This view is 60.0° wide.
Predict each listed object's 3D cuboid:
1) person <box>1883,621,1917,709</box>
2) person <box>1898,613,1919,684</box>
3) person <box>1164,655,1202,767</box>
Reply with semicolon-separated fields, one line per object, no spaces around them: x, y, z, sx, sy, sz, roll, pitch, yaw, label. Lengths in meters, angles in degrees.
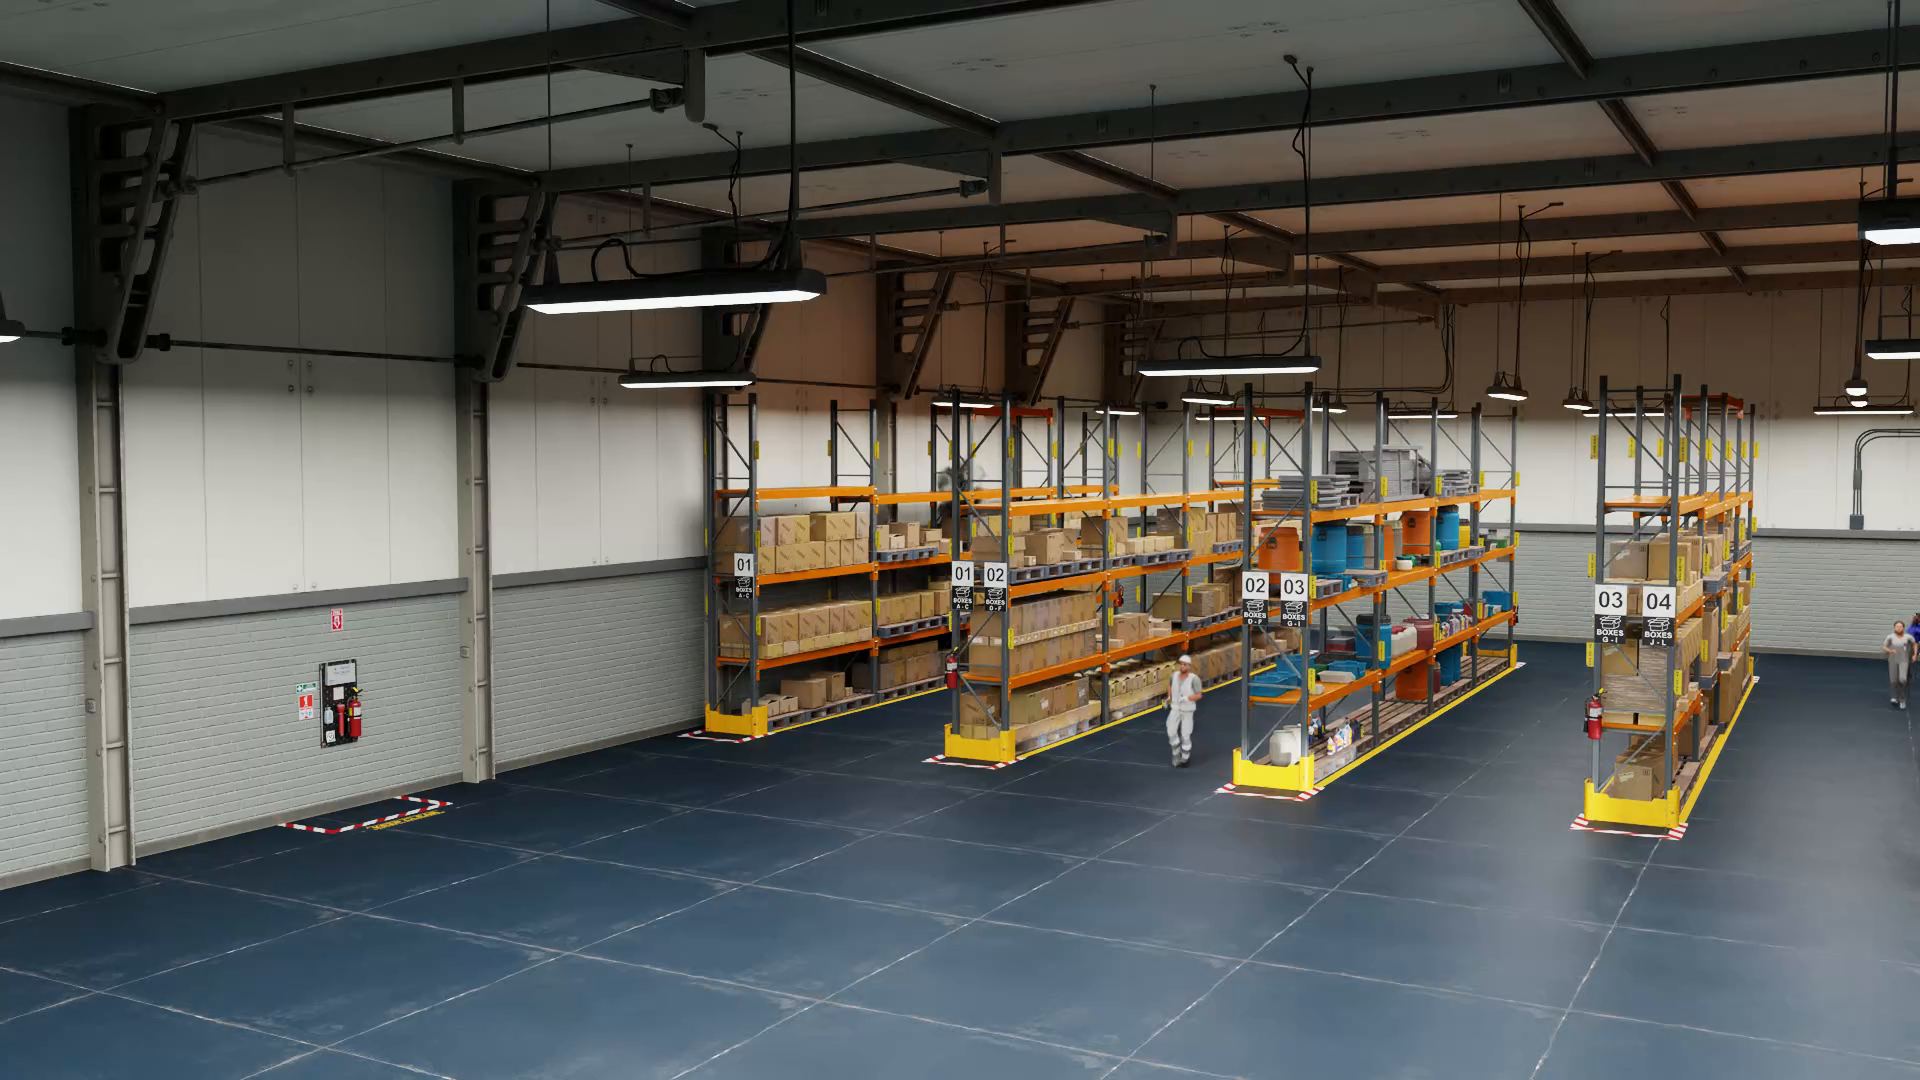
18.289;2.436;32.375;0.584;1.740;0.732;2;4;31;person
20.173;2.321;35.386;0.569;1.563;0.689;1;3;12;person
3.513;2.704;26.253;0.640;1.776;0.664;1;3;24;person
